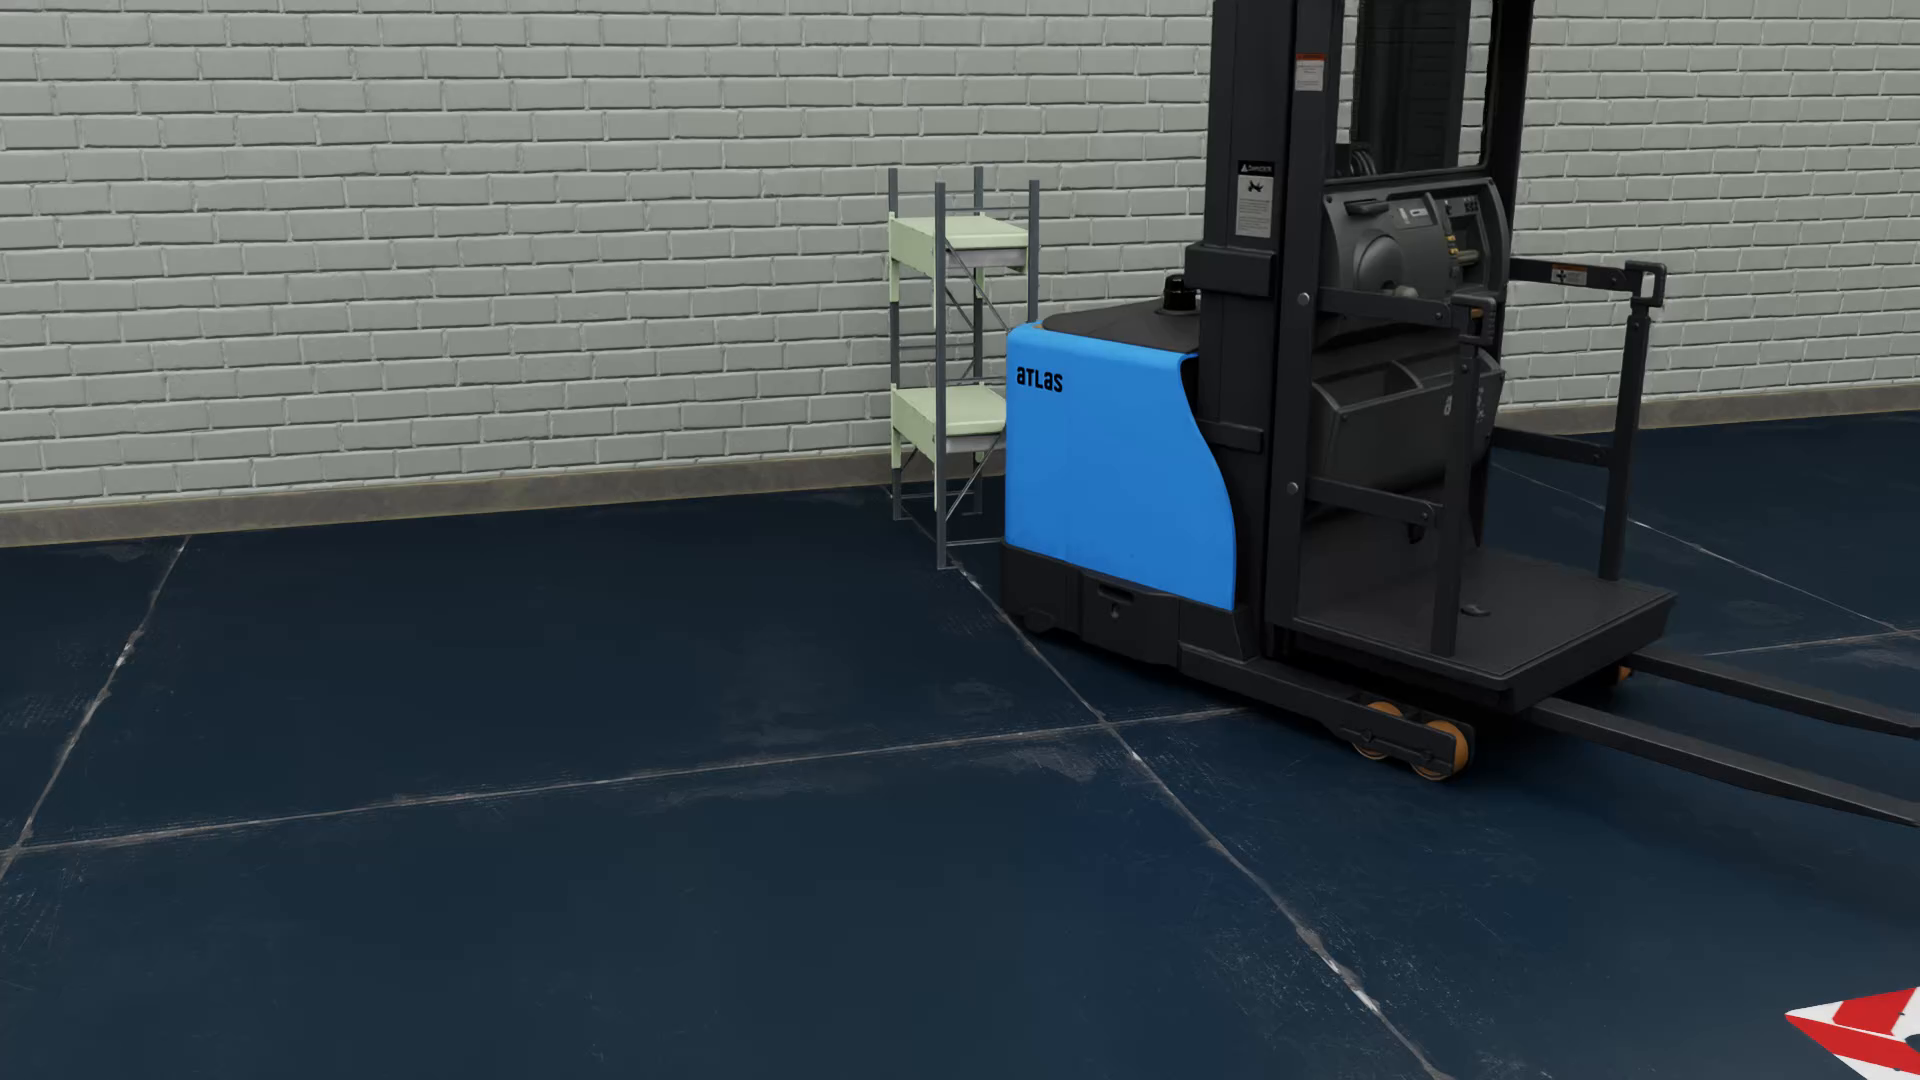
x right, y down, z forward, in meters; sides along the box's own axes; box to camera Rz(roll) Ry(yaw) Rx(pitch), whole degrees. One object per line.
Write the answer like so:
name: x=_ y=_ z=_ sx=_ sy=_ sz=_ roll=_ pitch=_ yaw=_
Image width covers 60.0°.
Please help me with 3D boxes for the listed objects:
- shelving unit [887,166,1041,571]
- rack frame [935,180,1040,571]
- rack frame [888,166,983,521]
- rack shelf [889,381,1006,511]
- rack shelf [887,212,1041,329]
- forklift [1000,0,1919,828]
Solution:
shelving unit: x=0.002 y=-0.716 z=6.730 sx=0.431 sy=1.500 sz=0.755 roll=-5 pitch=17 yaw=-15
rack frame: x=0.102 y=-0.615 z=6.393 sx=0.400 sy=1.500 sz=0.023 roll=-5 pitch=17 yaw=-15
rack frame: x=-0.099 y=-0.818 z=7.067 sx=0.400 sy=1.500 sz=0.023 roll=-5 pitch=17 yaw=-15
rack shelf: x=0.002 y=-0.404 z=6.824 sx=0.431 sy=0.370 sz=0.720 roll=-5 pitch=17 yaw=-15
rack shelf: x=0.002 y=-1.090 z=6.618 sx=0.431 sy=0.370 sz=0.720 roll=-5 pitch=17 yaw=-15
forklift: x=1.520 y=-0.892 z=4.825 sx=1.130 sy=2.935 sz=3.031 roll=-15 pitch=22 yaw=-41
